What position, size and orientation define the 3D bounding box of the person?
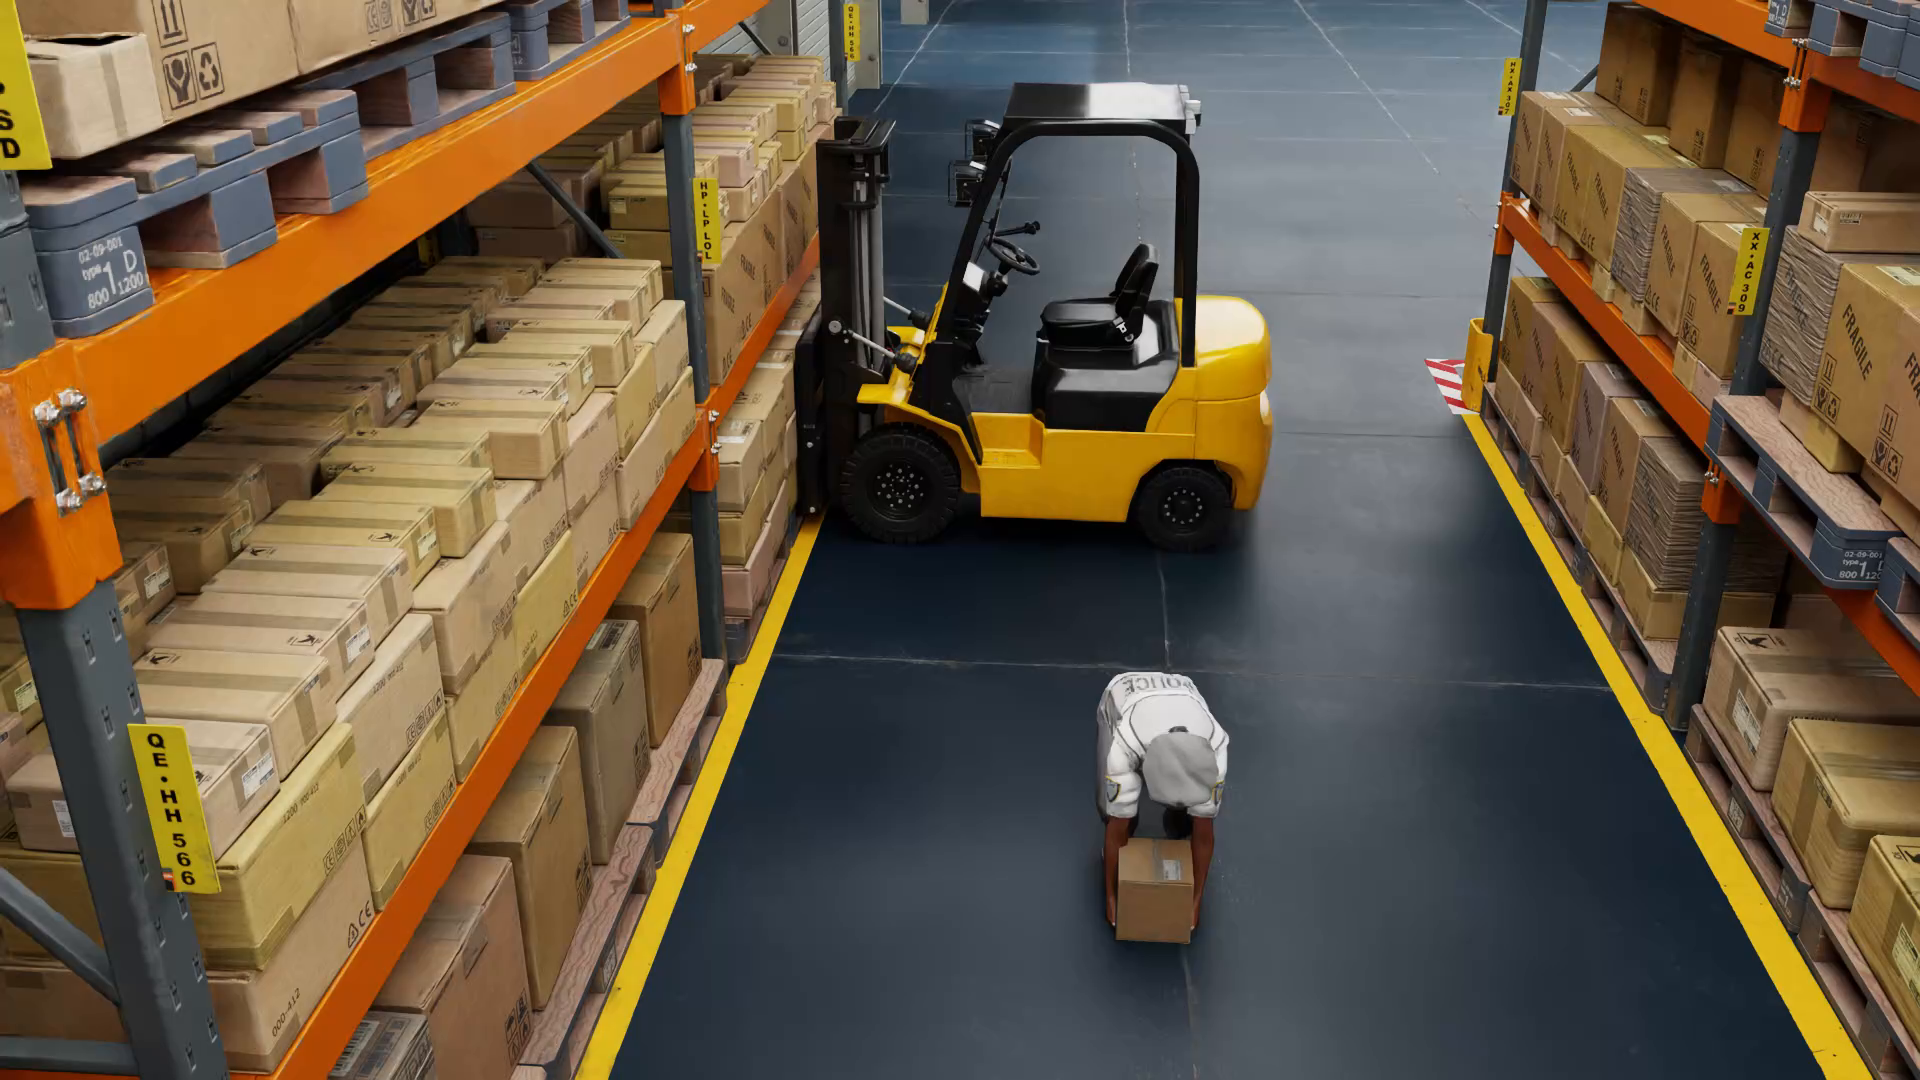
[{"bbox_3d":[0.697,0.855,5.842,0.443,0.788,0.916,1,25,3],"label":"person"}]
